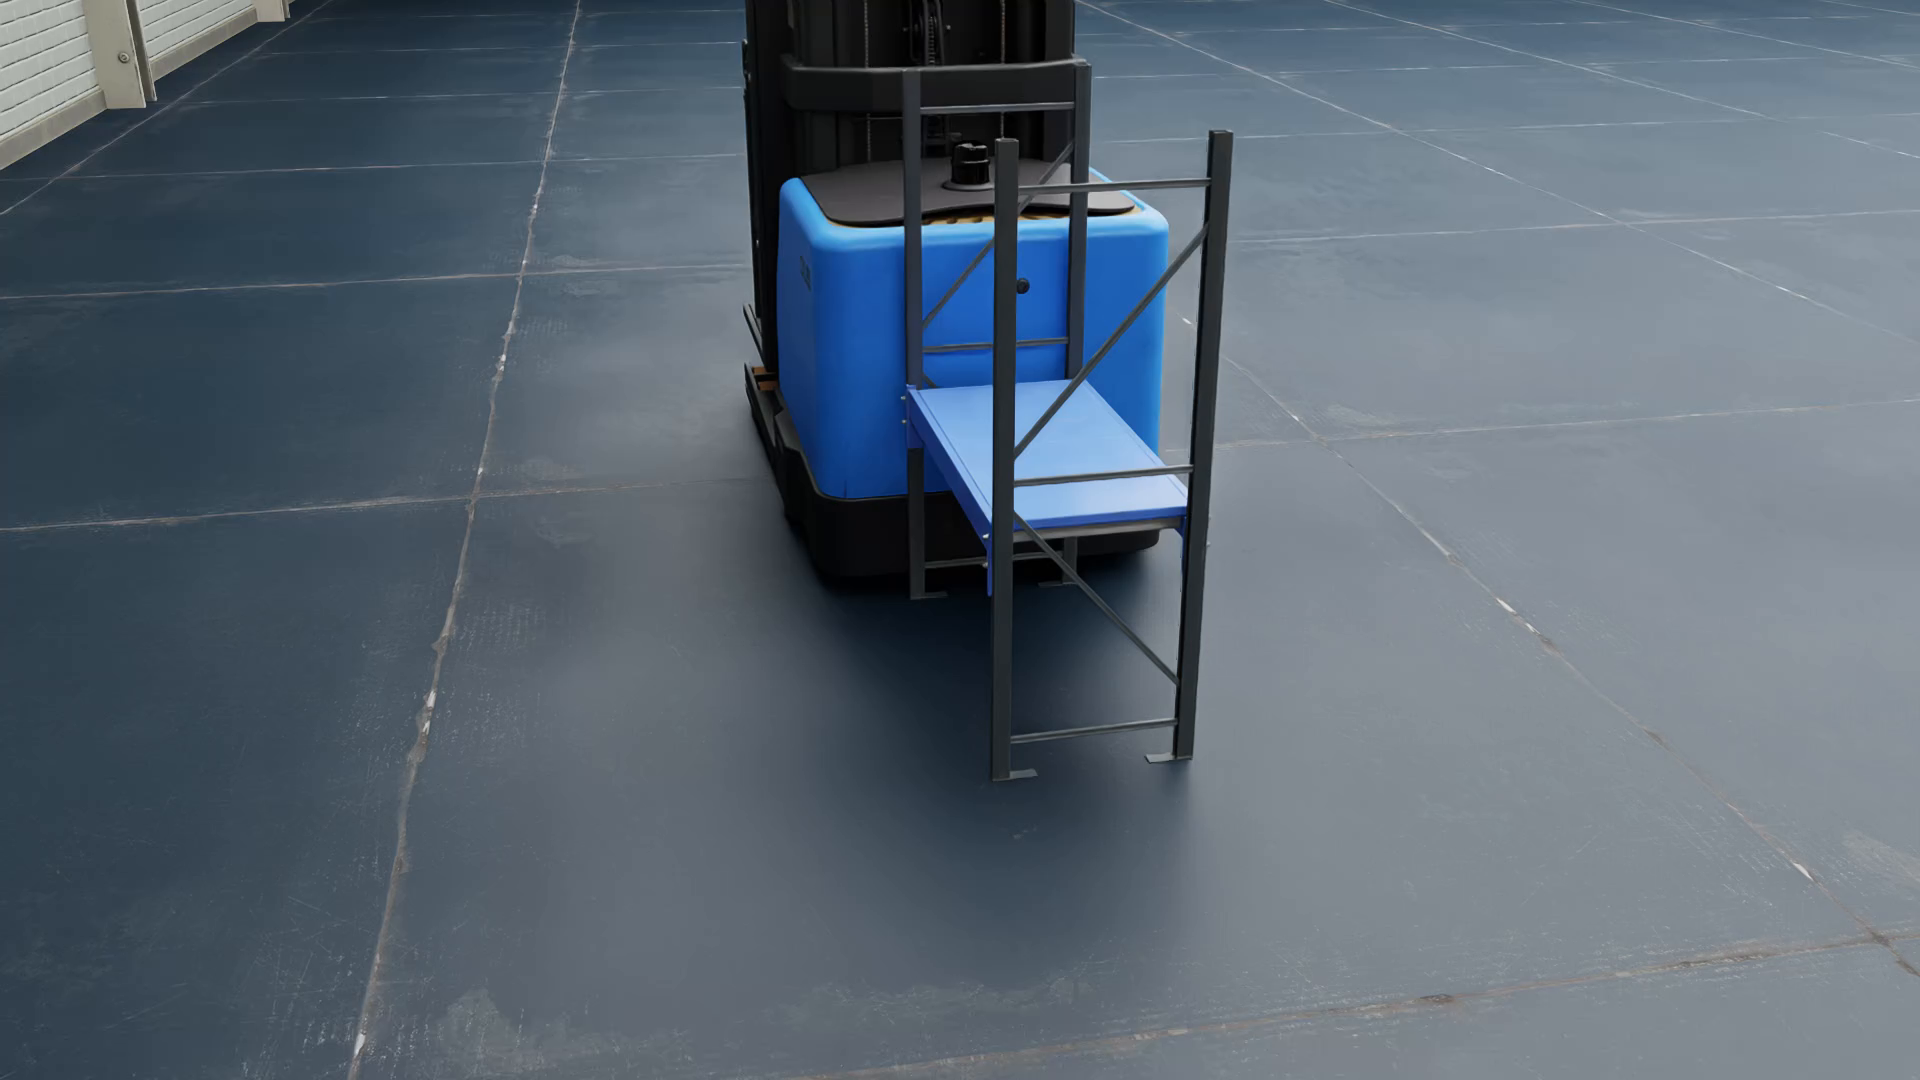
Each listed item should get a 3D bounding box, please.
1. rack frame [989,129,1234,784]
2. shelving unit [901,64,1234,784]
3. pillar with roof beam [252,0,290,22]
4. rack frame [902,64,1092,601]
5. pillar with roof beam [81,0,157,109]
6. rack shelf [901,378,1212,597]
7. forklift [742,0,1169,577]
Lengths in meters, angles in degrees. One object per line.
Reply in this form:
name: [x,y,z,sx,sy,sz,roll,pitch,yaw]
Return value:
rack frame: [0.317,-0.139,3.694,0.500,1.500,0.032,-5,24,-11]
shelving unit: [0.207,-0.337,4.149,0.538,1.500,1.048,-5,24,-11]
pillar with roof beam: [-3.428,-10.240,17.453,9.100,9.000,0.400,-4,24,-10]
rack frame: [0.097,-0.536,4.604,0.500,1.500,0.032,-5,24,-11]
pillar with roof beam: [-2.318,-7.880,12.049,9.100,9.000,0.400,-4,24,-10]
rack shelf: [0.207,-0.173,4.221,0.538,0.185,1.000,-5,24,-11]
forklift: [-0.212,-1.798,5.705,1.130,2.935,3.031,-5,24,-11]
